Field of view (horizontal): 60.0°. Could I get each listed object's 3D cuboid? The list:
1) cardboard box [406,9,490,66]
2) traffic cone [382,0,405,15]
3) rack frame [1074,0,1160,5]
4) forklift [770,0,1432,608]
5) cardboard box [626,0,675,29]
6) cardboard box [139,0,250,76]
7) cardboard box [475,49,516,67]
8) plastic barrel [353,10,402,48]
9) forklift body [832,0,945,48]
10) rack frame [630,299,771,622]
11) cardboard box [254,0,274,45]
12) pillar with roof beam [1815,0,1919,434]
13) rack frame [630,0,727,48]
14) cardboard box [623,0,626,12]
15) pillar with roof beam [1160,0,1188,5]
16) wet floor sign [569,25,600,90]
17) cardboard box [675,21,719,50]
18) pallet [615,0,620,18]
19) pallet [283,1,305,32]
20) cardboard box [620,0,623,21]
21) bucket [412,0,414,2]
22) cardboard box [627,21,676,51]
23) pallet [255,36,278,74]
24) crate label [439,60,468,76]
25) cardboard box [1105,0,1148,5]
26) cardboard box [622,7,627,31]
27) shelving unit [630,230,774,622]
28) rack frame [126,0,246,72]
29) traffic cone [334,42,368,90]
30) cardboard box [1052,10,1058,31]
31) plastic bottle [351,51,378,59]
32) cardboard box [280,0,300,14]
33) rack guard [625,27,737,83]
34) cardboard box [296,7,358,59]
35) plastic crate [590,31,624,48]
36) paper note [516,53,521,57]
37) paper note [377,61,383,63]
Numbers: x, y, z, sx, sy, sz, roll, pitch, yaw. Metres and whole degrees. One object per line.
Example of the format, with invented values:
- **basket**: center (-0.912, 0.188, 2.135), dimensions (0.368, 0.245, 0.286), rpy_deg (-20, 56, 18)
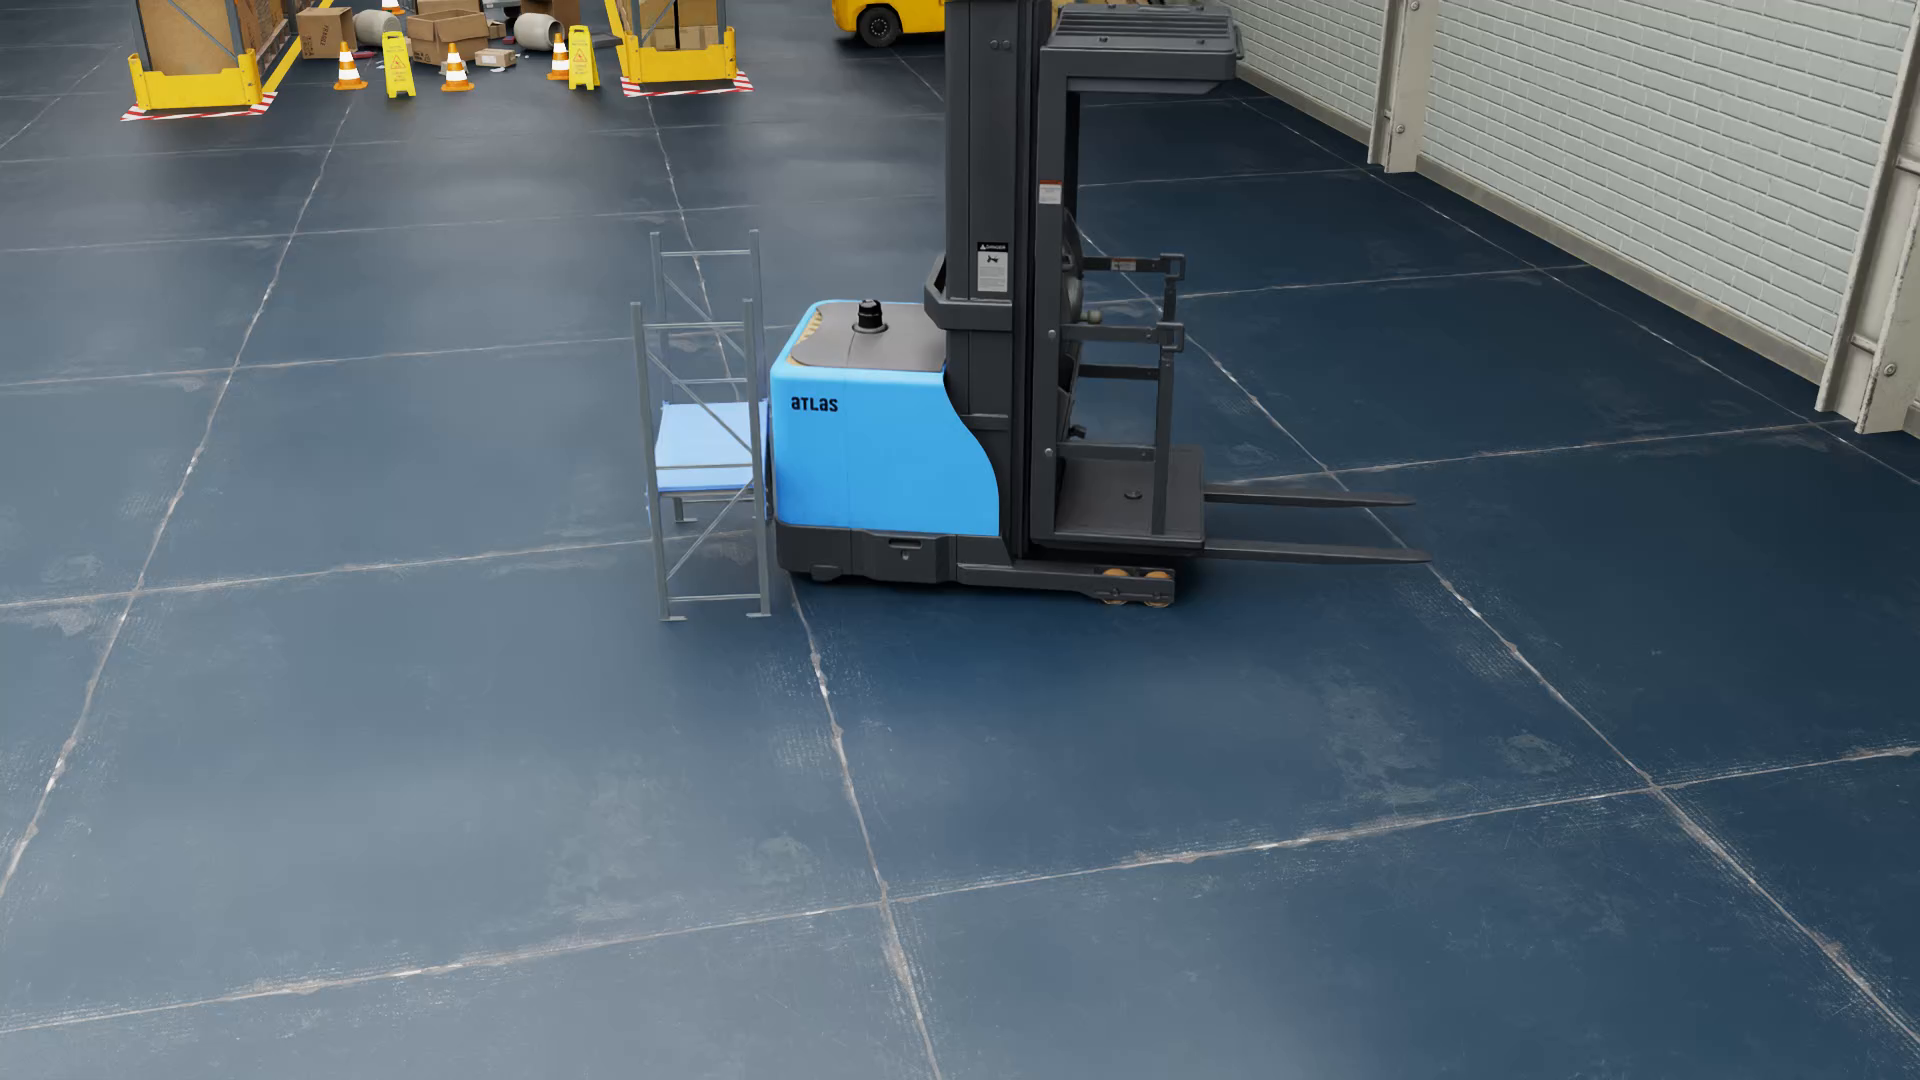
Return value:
- **cardboard box**: center (-5.904, -5.808, 19.199), dimensions (0.637, 0.503, 0.797), rpy_deg (19, 32, 32)
- **traffic cone**: center (-7.574, -7.227, 22.055), dimensions (0.336, 0.463, 0.334), rpy_deg (-6, 27, -12)
- **rack frame**: center (1.794, -6.914, 18.620), dimensions (1.000, 3.000, 0.127), rpy_deg (-6, 27, -12)
- **forklift**: center (0.690, -1.251, 7.475), dimensions (3.031, 2.935, 1.130), rpy_deg (3, 27, 6)
- **cardboard box**: center (-3.476, -6.028, 18.618), dimensions (0.500, 0.500, 0.500), rpy_deg (-6, 27, -11)
- **cardboard box**: center (-8.058, -5.391, 17.495), dimensions (0.875, 0.875, 0.875), rpy_deg (-6, 27, -11)
- **cardboard box**: center (-5.305, -5.506, 18.993), dimensions (0.380, 0.149, 0.250), rpy_deg (8, 28, 15)
- **plastic barrel**: center (-6.993, -6.125, 19.915), dimensions (0.512, 0.421, 0.421), rpy_deg (13, 30, 24)
- **forklift body**: center (-0.411, -7.182, 20.093), dimensions (2.313, 2.155, 1.214), rpy_deg (-6, 27, -12)
- **rack frame**: center (-1.109, -0.316, 7.211), dimensions (0.500, 1.500, 0.032), rpy_deg (-2, 27, -4)
- **cardboard box**: center (-8.462, -6.178, 19.053), dimensions (0.875, 0.875, 0.875), rpy_deg (-6, 27, -11)
- **pillar with roof beam**: center (1.025, -4.284, 6.751), dimensions (9.100, 9.000, 0.400), rpy_deg (-6, 27, -12)
- **rack frame**: center (-3.041, -6.408, 17.618), dimensions (1.000, 3.000, 0.127), rpy_deg (-6, 27, -12)
- **cardboard box**: center (-3.704, -6.479, 19.512), dimensions (0.500, 0.500, 0.500), rpy_deg (-7, 28, -13)
- **pillar with roof beam**: center (-1.679, -9.552, 17.189), dimensions (9.100, 9.000, 0.400), rpy_deg (-6, 27, -12)
- **wet floor sign**: center (-4.041, -5.165, 17.768), dimensions (0.267, 0.644, 0.232), rpy_deg (3, 27, 6)
- **cardboard box**: center (-2.954, -5.751, 18.900), dimensions (0.500, 0.250, 0.500), rpy_deg (-6, 27, -12)
- **pallet**: center (-4.120, -7.261, 22.402), dimensions (1.003, 0.211, 1.213), rpy_deg (-6, 27, -12)
- **pallet**: center (-8.990, -6.704, 21.297), dimensions (1.003, 0.211, 1.213), rpy_deg (-6, 27, -12)
- **cardboard box**: center (-3.942, -6.605, 20.592), dimensions (0.500, 0.250, 0.500), rpy_deg (-4, 27, -9)
- **bucket**: center (-6.466, -7.009, 20.754), dimensions (0.726, 0.611, 0.620), rpy_deg (3, 17, 6)
- **cardboard box**: center (-3.491, -5.707, 18.813), dimensions (0.500, 0.250, 0.500), rpy_deg (-6, 27, -12)
- **pallet**: center (-8.369, -5.494, 18.901), dimensions (1.003, 0.211, 1.213), rpy_deg (-6, 27, -12)
- **crate label**: center (-5.638, -5.265, 18.530), dimensions (0.250, 0.136, 0.298), rpy_deg (-23, 35, -38)
- **cardboard box**: center (1.890, -6.325, 19.483), dimensions (0.500, 0.250, 0.500), rpy_deg (-5, 27, -11)
- **cardboard box**: center (-3.718, -6.153, 19.698), dimensions (0.500, 0.250, 0.500), rpy_deg (-7, 28, -13)
- **shelving unit**: center (-1.152, -0.544, 7.663), dimensions (0.538, 1.500, 1.048), rpy_deg (-2, 27, -4)
- **rack frame**: center (-7.841, -5.861, 16.534), dimensions (1.000, 3.000, 0.127), rpy_deg (-6, 27, -12)
- **traffic cone**: center (-6.577, -5.106, 17.853), dimensions (0.336, 0.463, 0.334), rpy_deg (-6, 27, -12)
- **cardboard box**: center (1.380, -6.048, 19.490), dimensions (0.500, 0.250, 0.500), rpy_deg (-6, 27, -11)
- **plastic bottle**: center (-6.950, -5.660, 19.395), dimensions (0.283, 0.061, 0.133), rpy_deg (-16, 31, -29)
- **cardboard box**: center (-8.970, -7.064, 20.947), dimensions (1.050, 0.750, 0.750), rpy_deg (-6, 27, -12)
- **rack guard**: center (-3.059, -5.326, 18.247), dimensions (1.175, 0.500, 0.348), rpy_deg (-6, 27, -12)
- **cardboard box**: center (-7.393, -5.925, 19.432), dimensions (0.500, 0.500, 0.500), rpy_deg (-1, 27, -3)
- **plastic crate**: center (-4.388, -6.089, 20.224), dimensions (0.402, 0.080, 0.583), rpy_deg (-16, 31, -29)
- **paper note**: center (-5.239, -5.679, 19.480), dimensions (0.148, 0.019, 0.142), rpy_deg (3, 27, 6)
- **paper note**: center (-6.678, -5.500, 19.135), dimensions (0.032, 0.001, 0.123), rpy_deg (8, 28, 15)
